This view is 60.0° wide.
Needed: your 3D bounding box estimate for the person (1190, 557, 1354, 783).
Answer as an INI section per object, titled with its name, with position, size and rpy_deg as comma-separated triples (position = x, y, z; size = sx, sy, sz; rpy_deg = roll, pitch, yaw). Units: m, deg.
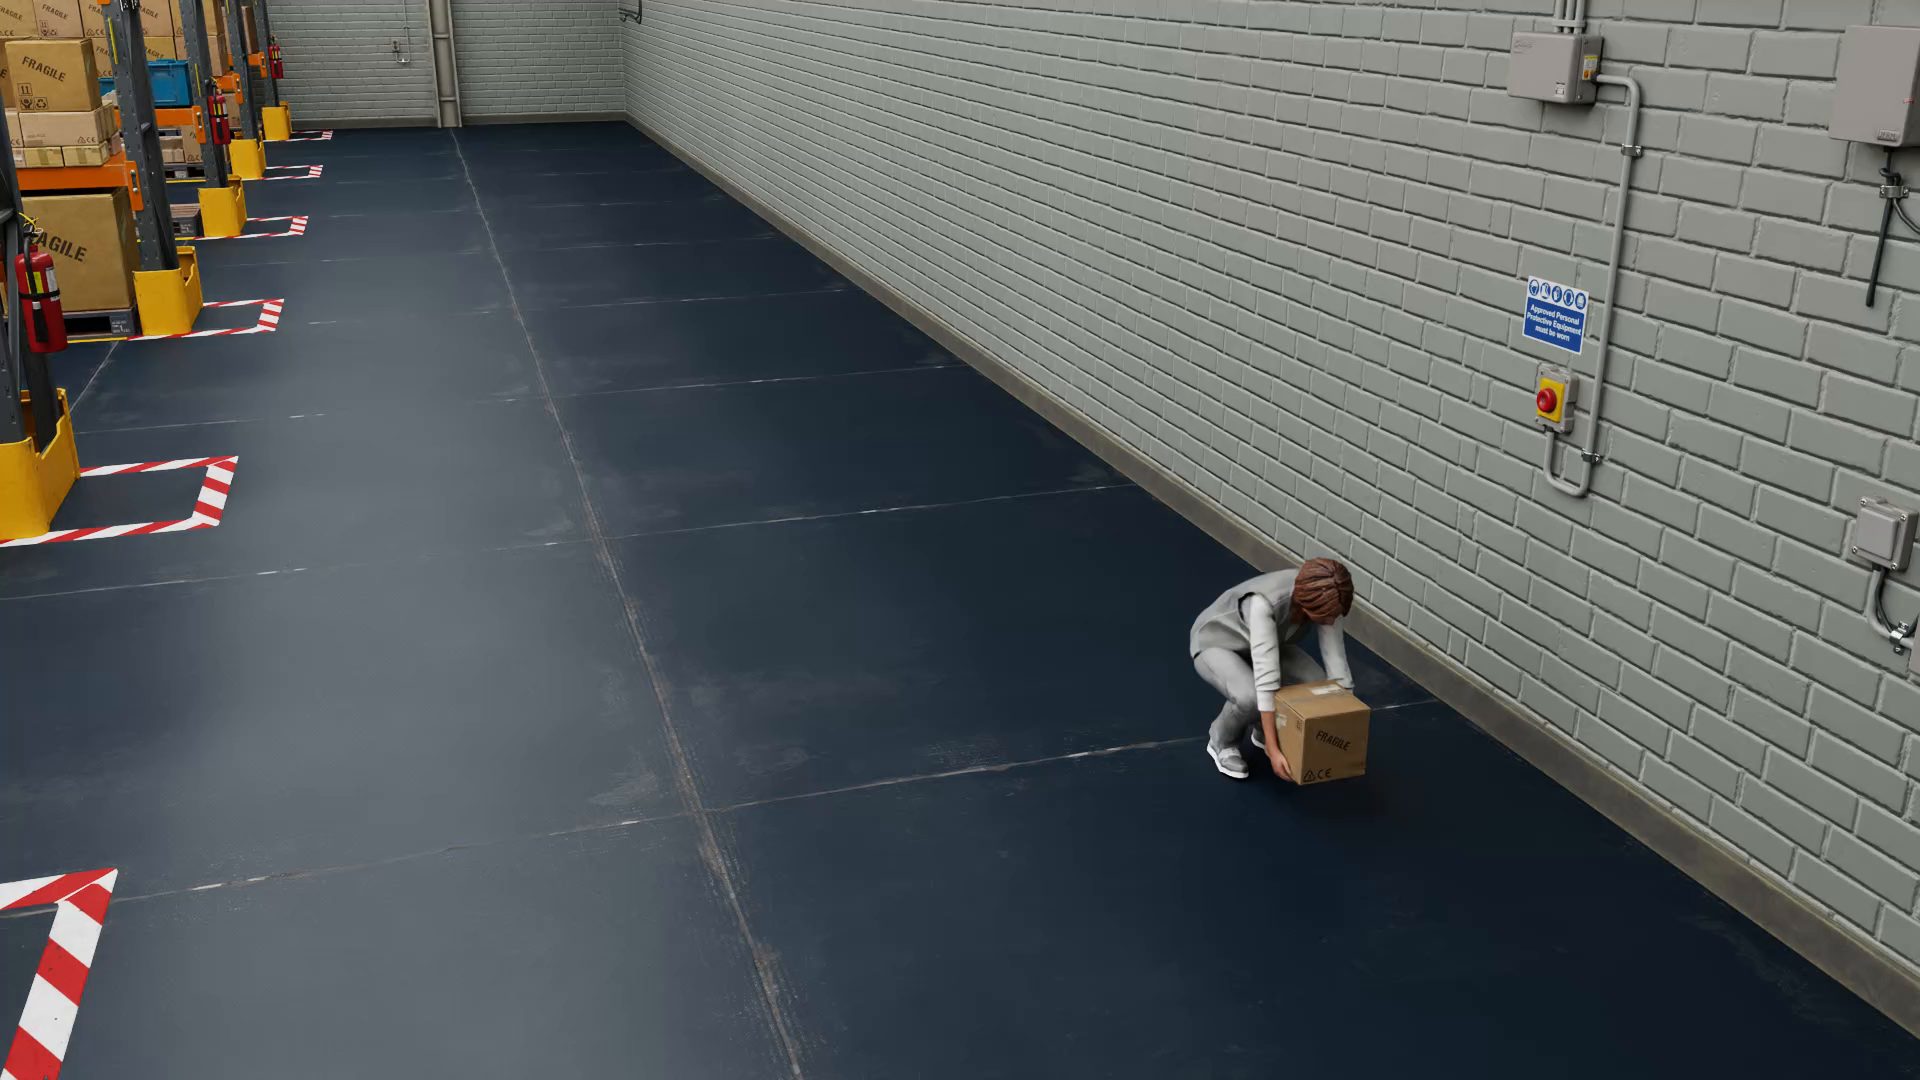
[person]
position = 1.122, 0.436, 5.920
size = 0.423, 0.894, 0.822
rpy_deg = -7, 21, -18
